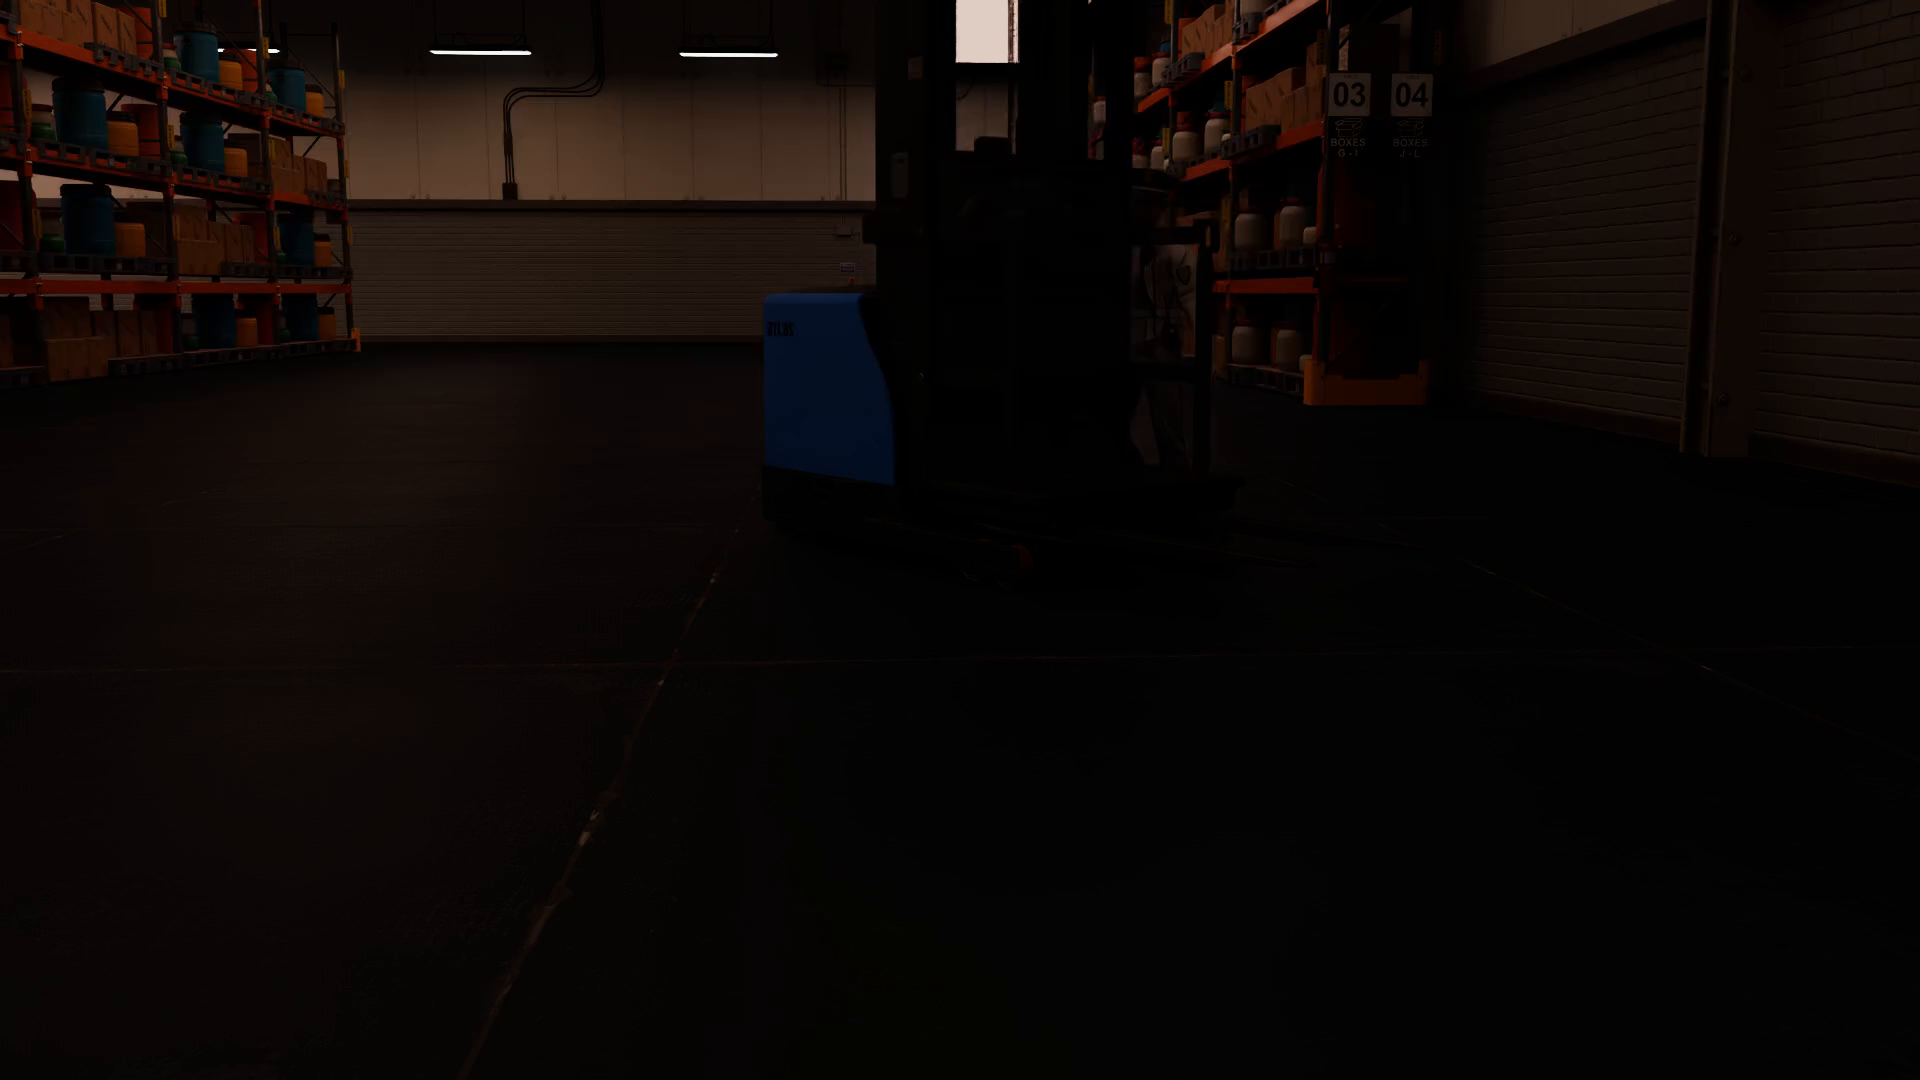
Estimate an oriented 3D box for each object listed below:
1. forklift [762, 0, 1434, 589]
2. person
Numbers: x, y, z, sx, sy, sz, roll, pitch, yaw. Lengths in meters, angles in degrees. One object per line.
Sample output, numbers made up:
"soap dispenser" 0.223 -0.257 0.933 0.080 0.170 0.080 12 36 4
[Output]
"forklift" 0.417 -1.353 6.441 1.130 2.935 3.031 -7 11 -38
"person" 0.851 -0.831 7.496 0.417 1.641 0.809 -8 11 -42
